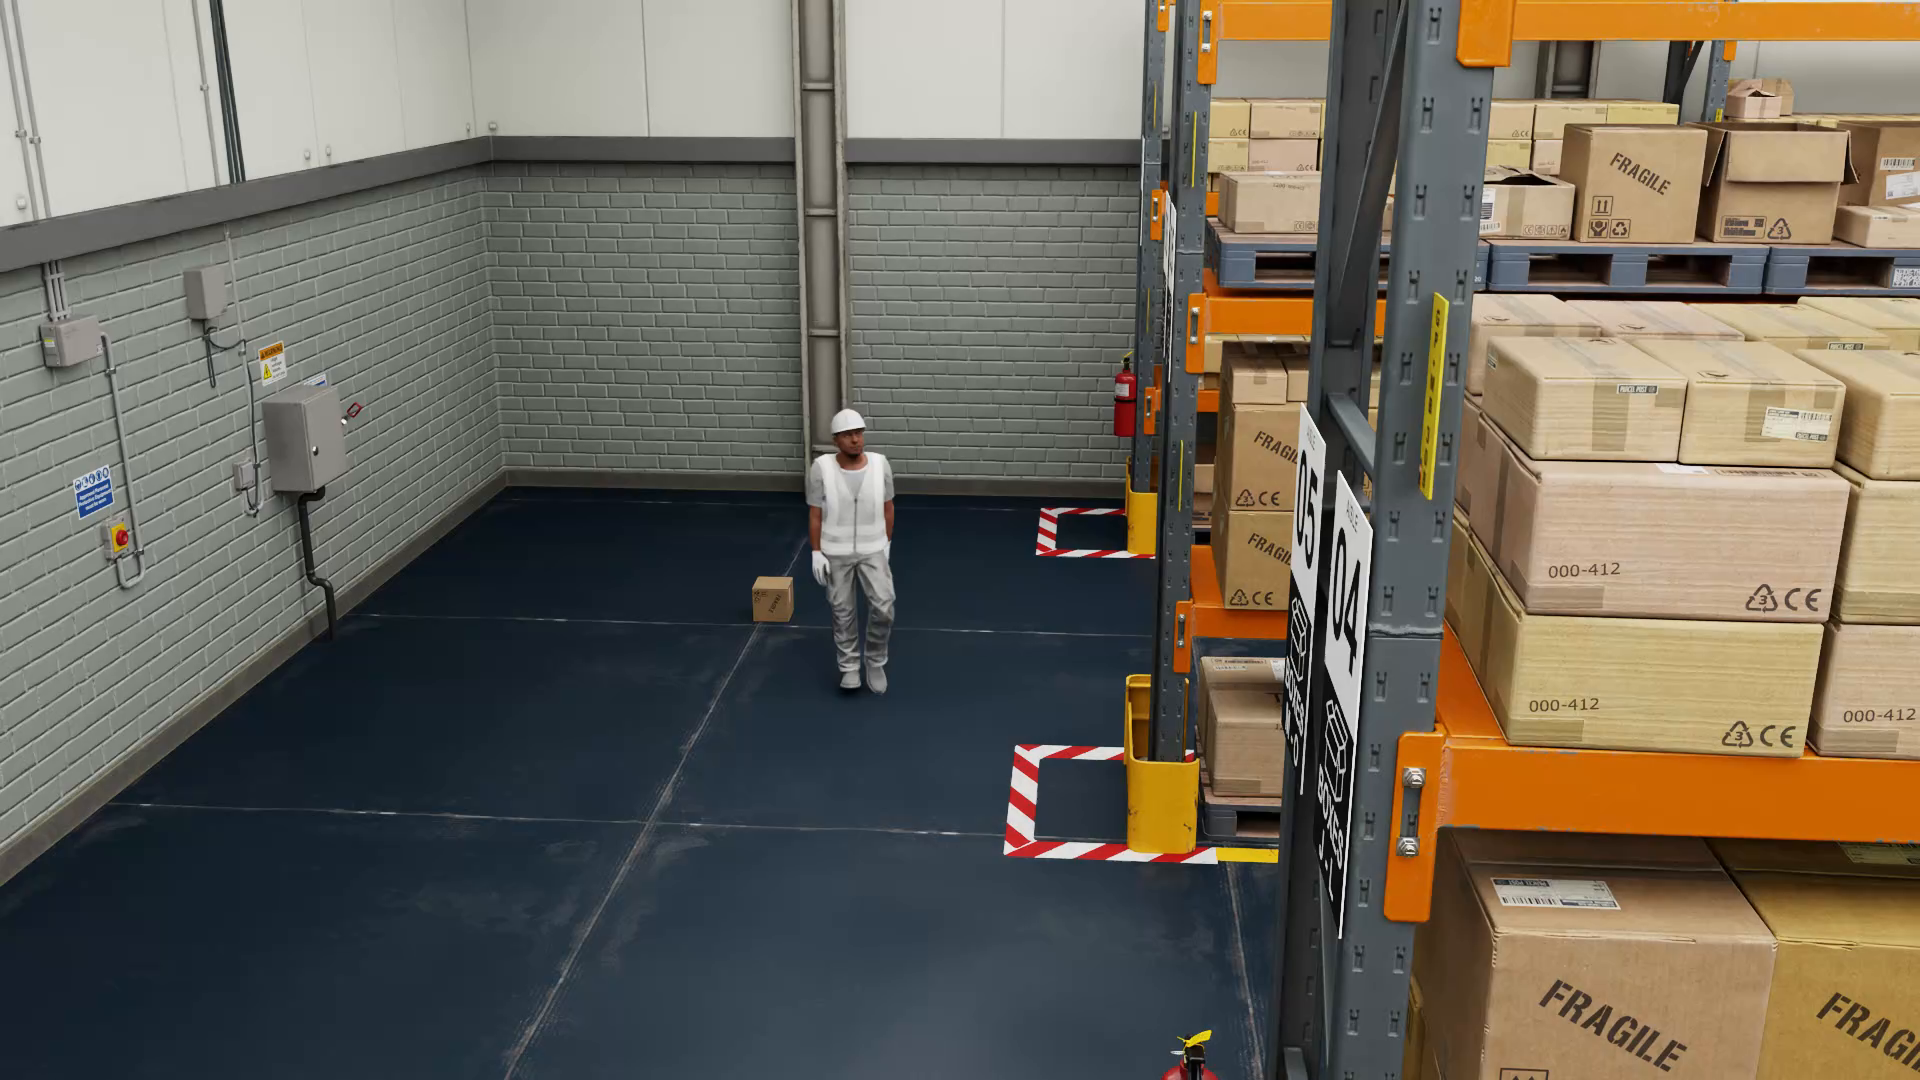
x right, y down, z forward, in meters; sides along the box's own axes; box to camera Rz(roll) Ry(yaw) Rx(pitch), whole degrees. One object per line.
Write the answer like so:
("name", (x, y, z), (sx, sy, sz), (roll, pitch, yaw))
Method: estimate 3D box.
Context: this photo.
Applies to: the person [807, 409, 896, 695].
("person", (-0.650, 0.098, 10.163), (0.544, 1.812, 0.455), (-3, 18, -10))
